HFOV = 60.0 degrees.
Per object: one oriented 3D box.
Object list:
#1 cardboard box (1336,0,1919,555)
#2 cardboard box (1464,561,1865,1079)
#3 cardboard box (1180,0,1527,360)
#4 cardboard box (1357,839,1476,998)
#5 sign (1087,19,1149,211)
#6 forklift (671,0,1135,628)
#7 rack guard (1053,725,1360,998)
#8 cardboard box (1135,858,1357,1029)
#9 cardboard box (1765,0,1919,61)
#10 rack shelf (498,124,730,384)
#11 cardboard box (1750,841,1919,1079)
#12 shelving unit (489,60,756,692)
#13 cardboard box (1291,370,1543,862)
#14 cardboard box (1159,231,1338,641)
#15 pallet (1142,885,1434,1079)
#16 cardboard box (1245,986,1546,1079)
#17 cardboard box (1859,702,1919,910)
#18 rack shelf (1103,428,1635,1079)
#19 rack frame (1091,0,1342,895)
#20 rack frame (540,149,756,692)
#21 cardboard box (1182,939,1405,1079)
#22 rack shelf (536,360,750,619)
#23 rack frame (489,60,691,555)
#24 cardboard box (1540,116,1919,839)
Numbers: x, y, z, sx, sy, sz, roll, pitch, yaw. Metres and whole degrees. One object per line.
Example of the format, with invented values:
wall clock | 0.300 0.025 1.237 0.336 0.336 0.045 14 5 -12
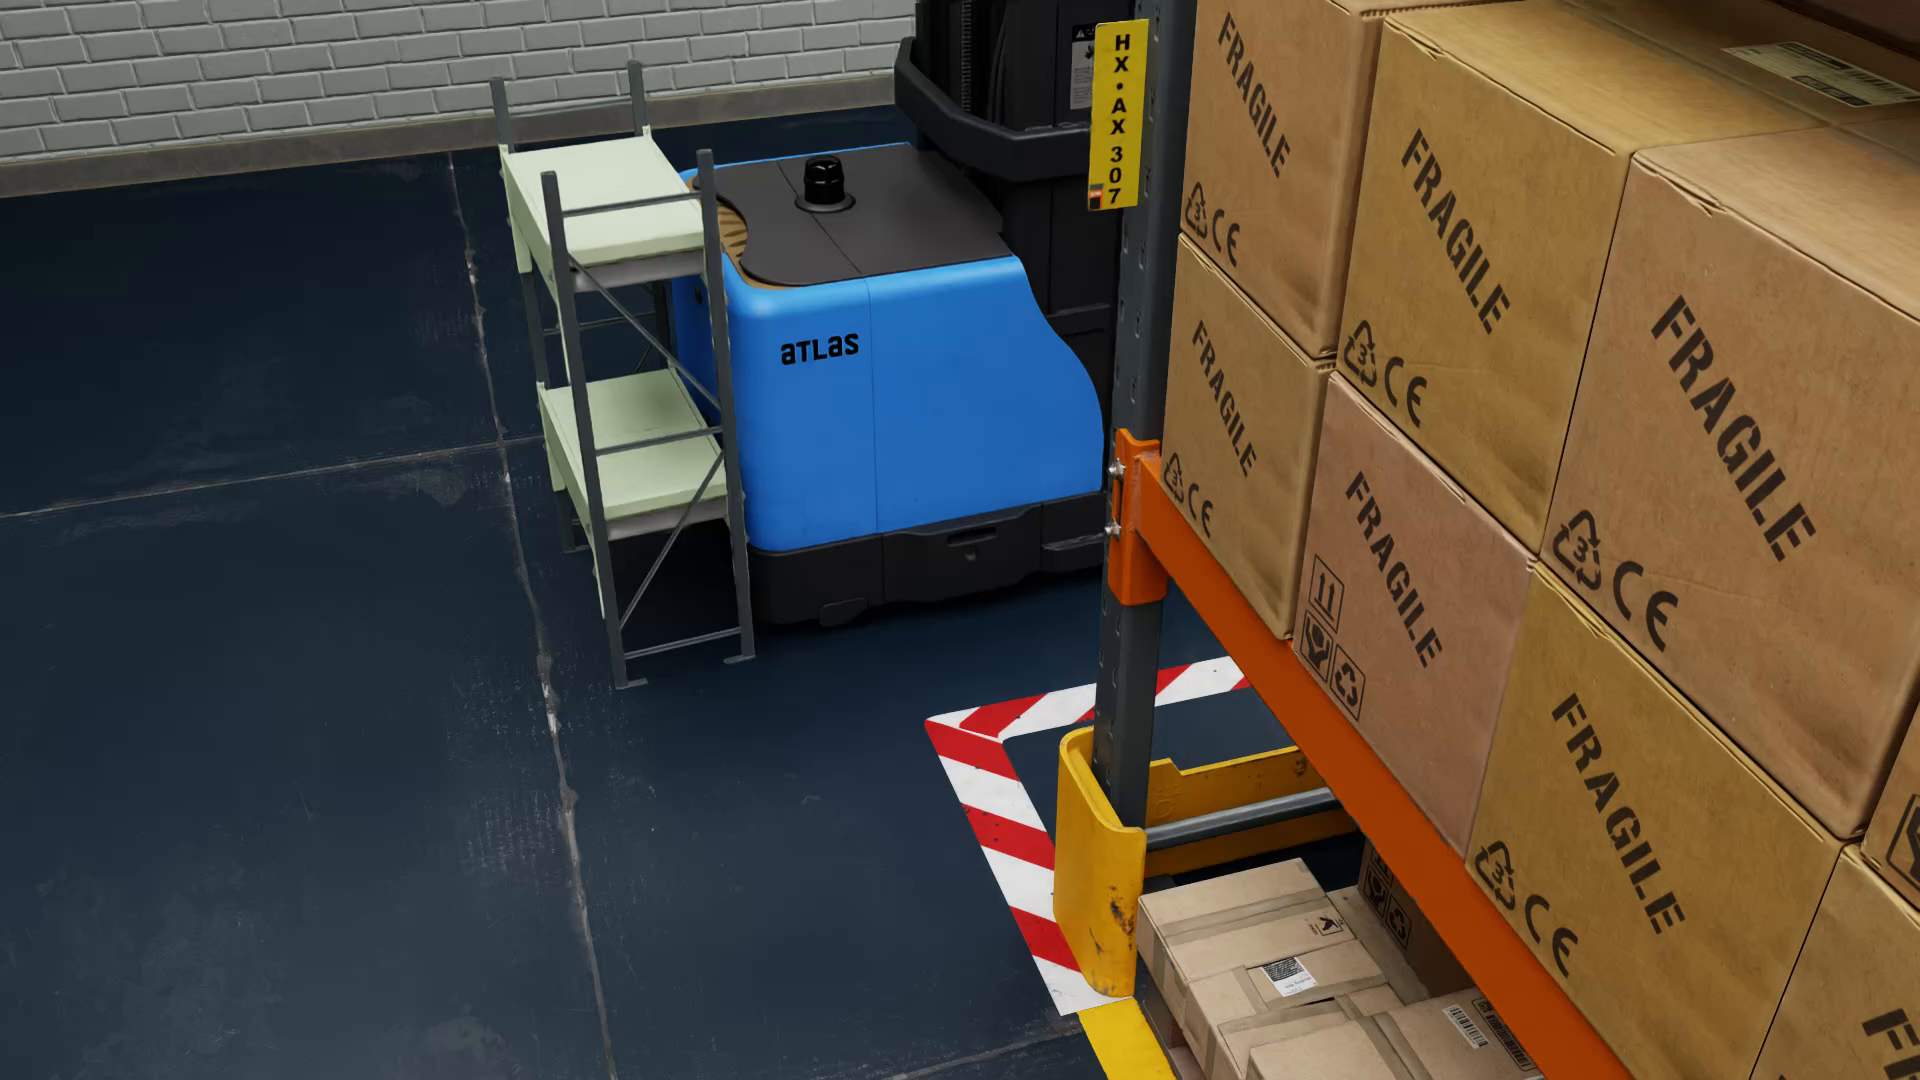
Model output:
cardboard box | 0.839 -0.358 2.074 0.500 0.500 0.500 -10 35 -14
cardboard box | 0.985 0.320 1.955 0.500 0.500 0.500 -10 35 -15
cardboard box | 0.672 -0.632 2.487 0.500 0.500 0.500 -9 35 -13
cardboard box | 1.188 0.653 3.409 0.500 0.500 0.500 -10 35 -15
sign | 0.271 -0.720 2.833 0.100 0.325 0.005 -10 35 -15
forklift | 0.669 -1.460 4.801 3.031 2.935 1.130 -11 35 -16
rack guard | 0.811 0.633 3.839 1.175 0.500 0.348 -10 35 -15
cardboard box | 0.588 0.834 3.455 0.380 0.149 0.250 -10 35 -15
cardboard box | 1.340 -0.456 2.222 0.500 0.500 0.500 -9 35 -13
rack shelf | -0.910 -0.764 4.338 0.431 0.370 0.720 -13 36 -18
cardboard box | 1.136 0.582 1.557 0.500 0.500 0.500 -10 35 -14
shelving unit | -0.910 -0.439 4.554 0.431 1.500 0.755 -13 36 -18
cardboard box | 0.835 0.056 2.354 0.500 0.500 0.500 -10 35 -15
cardboard box | 0.672 -0.214 2.763 0.500 0.500 0.500 -9 35 -14
pallet | 1.055 1.172 3.285 1.003 0.211 1.213 -10 35 -15
cardboard box | 0.836 1.109 2.945 0.500 0.250 0.500 -10 35 -15
cardboard box | 1.143 0.172 1.272 0.500 0.500 0.500 -10 35 -15
rack shelf | 1.398 0.900 1.819 1.077 0.370 4.000 -10 35 -15
rack frame | 0.788 -0.450 3.210 1.000 3.000 0.127 -10 35 -15
rack frame | -0.772 -0.252 4.271 0.400 1.500 0.023 -13 36 -18
cardboard box | 0.665 0.957 3.251 0.380 0.166 0.250 -10 35 -15
rack shelf | -0.910 -0.167 4.733 0.431 0.370 0.720 -13 36 -18
rack frame | -1.048 -0.626 4.836 0.400 1.500 0.023 -13 36 -18
cardboard box | 0.987 -0.095 1.675 0.500 0.500 0.500 -10 35 -14
